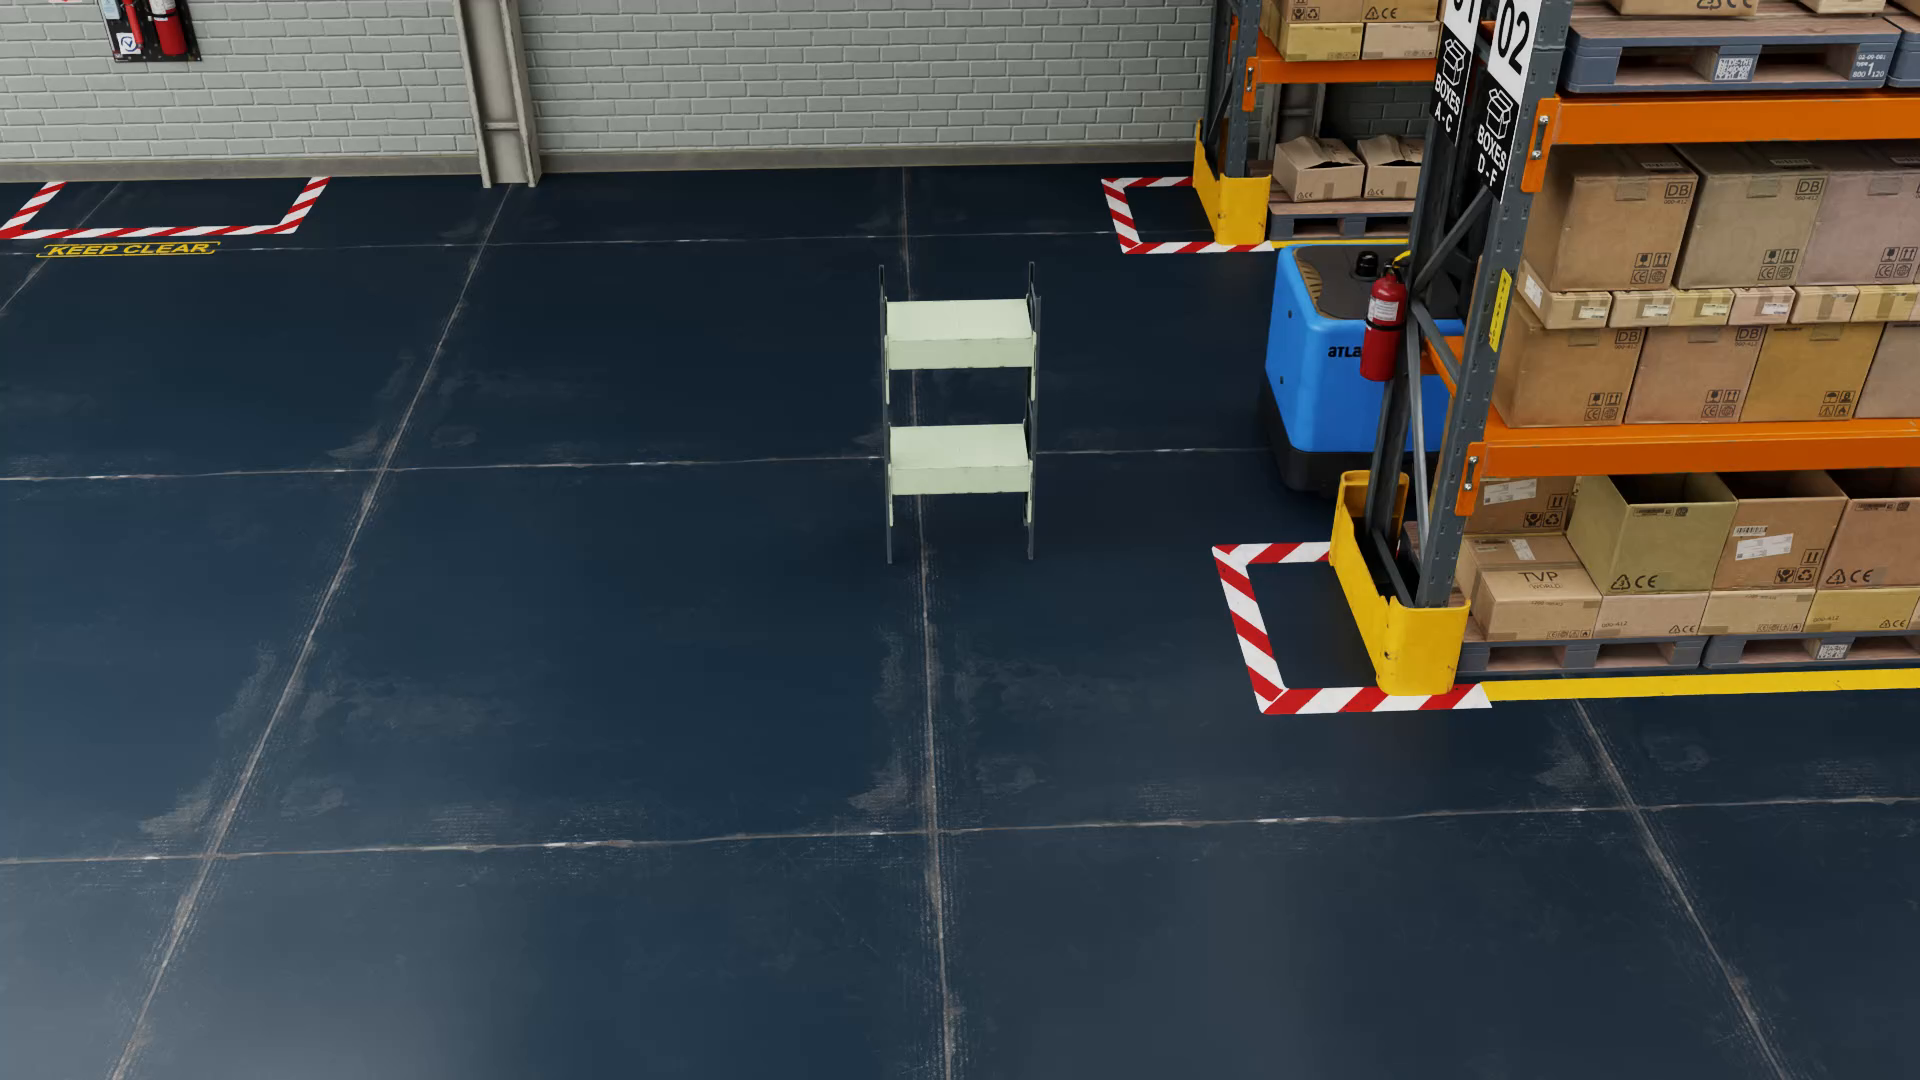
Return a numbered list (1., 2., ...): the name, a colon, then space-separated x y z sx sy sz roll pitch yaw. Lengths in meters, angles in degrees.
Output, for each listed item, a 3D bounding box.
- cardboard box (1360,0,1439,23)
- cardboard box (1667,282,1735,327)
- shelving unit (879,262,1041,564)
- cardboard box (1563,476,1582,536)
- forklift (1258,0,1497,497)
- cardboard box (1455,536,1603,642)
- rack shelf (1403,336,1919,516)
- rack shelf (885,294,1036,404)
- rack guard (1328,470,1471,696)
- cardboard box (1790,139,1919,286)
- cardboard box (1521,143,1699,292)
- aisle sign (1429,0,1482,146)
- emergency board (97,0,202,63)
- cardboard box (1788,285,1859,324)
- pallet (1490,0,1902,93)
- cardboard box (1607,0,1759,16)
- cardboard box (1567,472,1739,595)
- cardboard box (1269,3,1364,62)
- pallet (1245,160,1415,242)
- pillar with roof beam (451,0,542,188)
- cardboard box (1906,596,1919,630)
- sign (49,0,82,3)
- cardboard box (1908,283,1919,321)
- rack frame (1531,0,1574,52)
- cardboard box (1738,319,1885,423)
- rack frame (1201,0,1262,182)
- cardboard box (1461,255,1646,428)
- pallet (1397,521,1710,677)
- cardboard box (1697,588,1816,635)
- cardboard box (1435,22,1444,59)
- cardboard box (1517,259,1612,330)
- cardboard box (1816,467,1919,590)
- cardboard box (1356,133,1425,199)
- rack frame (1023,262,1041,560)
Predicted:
1. cardboard box: 2.882 -3.764 11.044 0.500 0.500 0.500 -1 35 -2
2. cardboard box: 3.050 -1.054 7.015 0.250 0.149 0.380 -1 35 -2
3. shelving unit: -0.007 -0.617 8.359 0.755 1.500 0.431 -2 35 -2
4. cardboard box: 3.156 -0.088 8.325 0.500 0.250 0.500 -2 35 -2
5. forklift: 3.284 -1.720 8.697 3.031 2.935 1.130 0 35 -1
6. cardboard box: 2.682 0.227 7.870 0.500 0.250 0.500 -2 35 -2
7. rack shelf: 4.133 -0.601 7.652 4.000 0.370 1.077 -2 35 -2
8. rack shelf: -0.007 -0.937 8.137 0.720 0.370 0.431 -2 35 -2
9. rack guard: 2.111 0.185 8.079 0.348 0.500 1.175 -2 35 -2
10. cardboard box: 3.684 -1.456 7.026 0.500 0.500 0.700 -1 35 -2
11. cardboard box: 2.655 -1.425 6.981 0.500 0.500 0.700 -1 35 -2
12. aisle sign: 2.056 -2.078 6.868 0.004 0.787 0.394 -2 35 -2
13. emergency board: -5.908 -3.963 11.877 0.643 1.169 0.194 -2 35 -2
14. cardboard box: 3.569 -1.068 7.036 0.250 0.149 0.380 -3 35 -4
15. pallet: 2.843 -2.045 6.547 1.213 0.211 1.003 -2 35 -2
16. cardboard box: 2.710 -2.363 6.346 0.637 0.503 0.797 1 35 1
17. cardboard box: 3.181 -0.096 7.678 0.500 0.500 0.500 -2 35 -2
18. cardboard box: 2.400 -3.438 11.233 0.500 0.250 0.500 -3 35 -4
19. pallet: 2.786 -2.516 12.237 1.213 0.211 1.003 -2 35 -2
20. pillar with roof beam: -3.234 -4.028 6.699 0.400 9.000 9.100 -2 35 -2
21. cardboard box: 4.679 0.173 7.947 0.500 0.250 0.500 -2 35 -2
22. sign: -6.465 -4.022 11.930 0.234 0.329 0.001 -2 35 -2
23. cardboard box: 4.073 -1.080 7.054 0.250 0.149 0.380 -1 35 -2
24. rack frame: 2.135 -3.310 5.662 0.127 3.000 1.000 -2 35 -2
25. cardboard box: 3.623 -0.917 7.387 0.500 0.500 0.700 -1 35 -2
26. rack frame: 1.897 -3.659 11.438 0.127 3.000 1.000 -2 35 -2
27. cardboard box: 2.602 -0.890 7.348 0.500 0.500 0.700 -2 35 -2
28. pallet: 2.897 0.259 8.227 1.213 0.211 1.003 -2 35 -2
29. cardboard box: 3.680 0.198 7.912 0.500 0.250 0.500 -2 35 -2
30. cardboard box: 3.427 -3.471 11.280 0.500 0.250 0.500 -2 35 -3
31. cardboard box: 2.538 -1.039 6.994 0.250 0.149 0.380 -2 35 -3
32. cardboard box: 4.180 -0.121 7.713 0.500 0.500 0.500 -2 35 -2
33. cardboard box: 3.162 -2.717 12.053 0.500 0.311 0.500 1 35 2
34. rack frame: 0.359 -0.626 8.373 0.023 1.500 0.400 -2 35 -2
